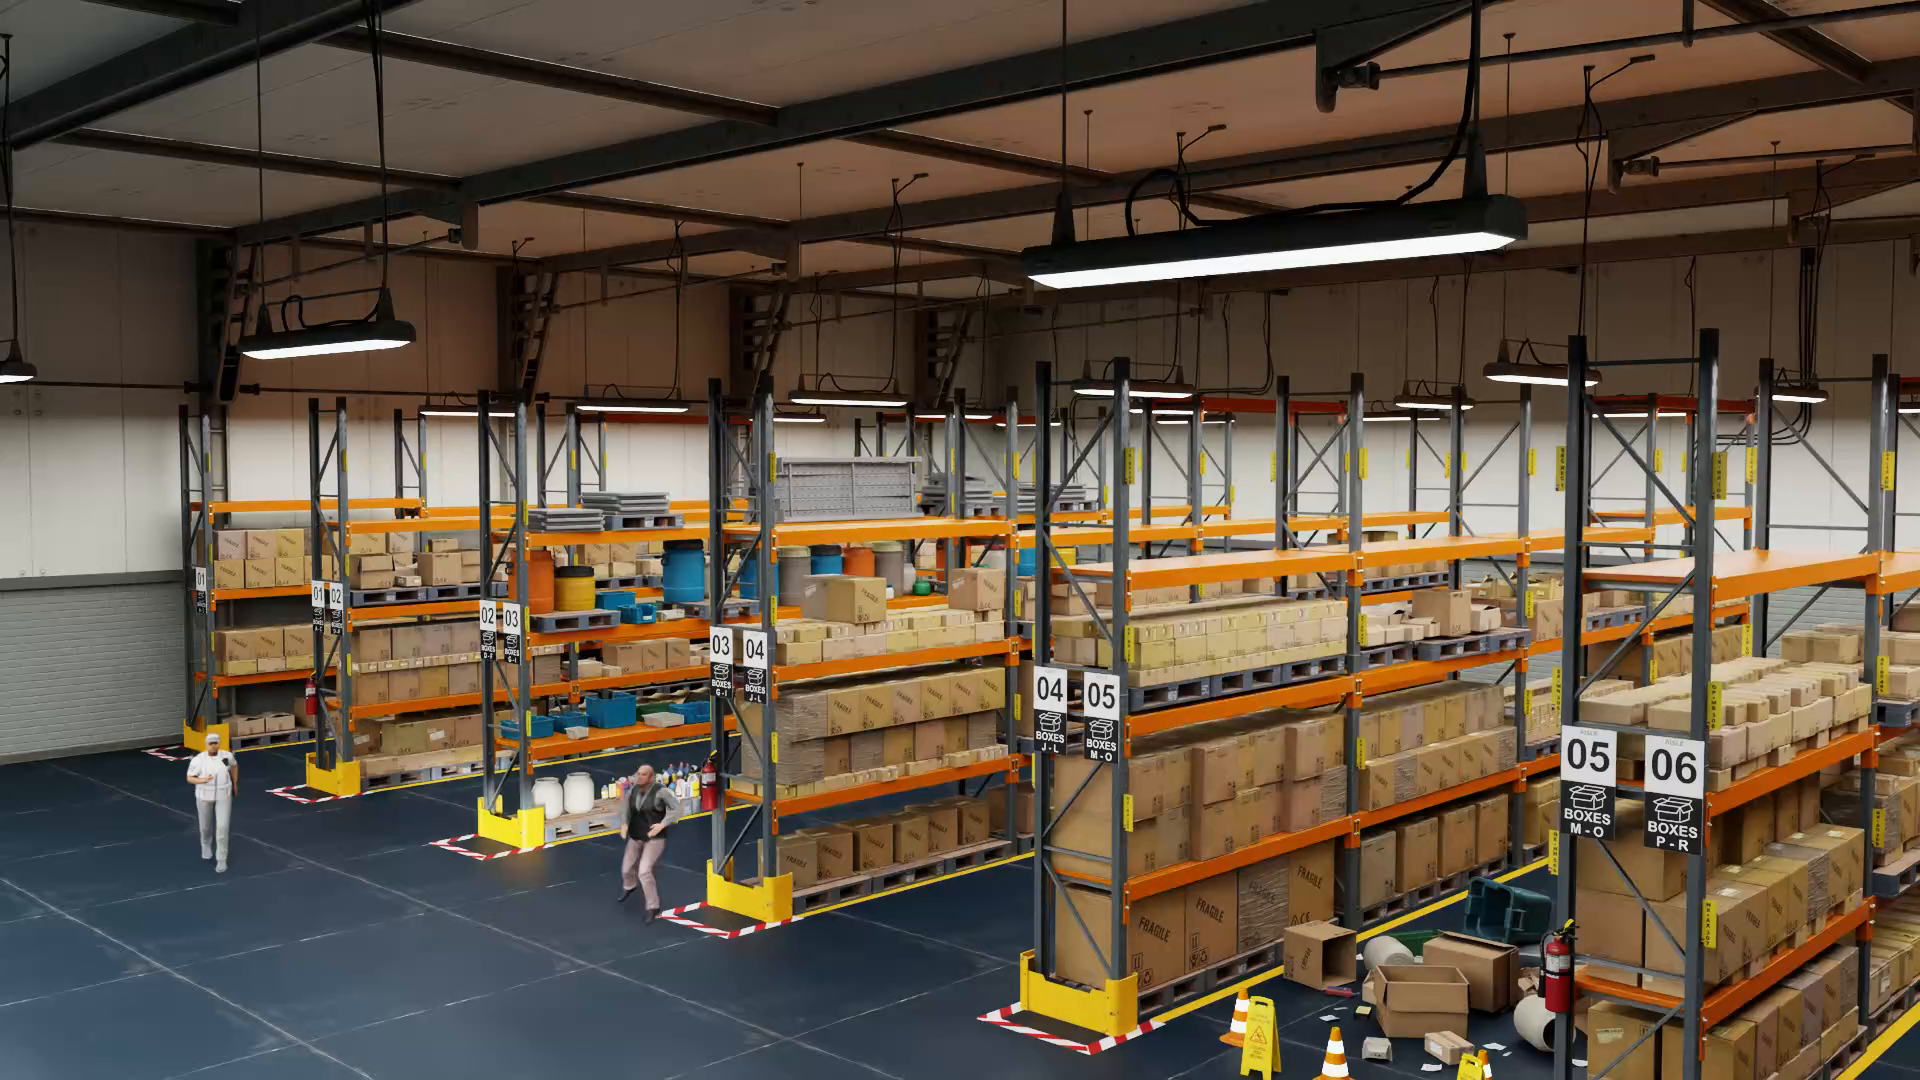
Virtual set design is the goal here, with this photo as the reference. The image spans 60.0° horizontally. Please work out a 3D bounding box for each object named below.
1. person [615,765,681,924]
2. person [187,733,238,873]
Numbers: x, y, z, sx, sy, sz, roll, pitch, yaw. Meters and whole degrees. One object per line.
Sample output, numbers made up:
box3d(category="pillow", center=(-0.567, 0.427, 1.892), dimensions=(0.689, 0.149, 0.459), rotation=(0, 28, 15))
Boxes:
box3d(category="person", center=(-3.556, 3.356, 18.593), dimensions=(0.888, 1.721, 0.721), rotation=(1, 3, 19))
box3d(category="person", center=(-9.288, 3.219, 20.689), dimensions=(0.598, 1.669, 0.933), rotation=(-2, 3, -28))
